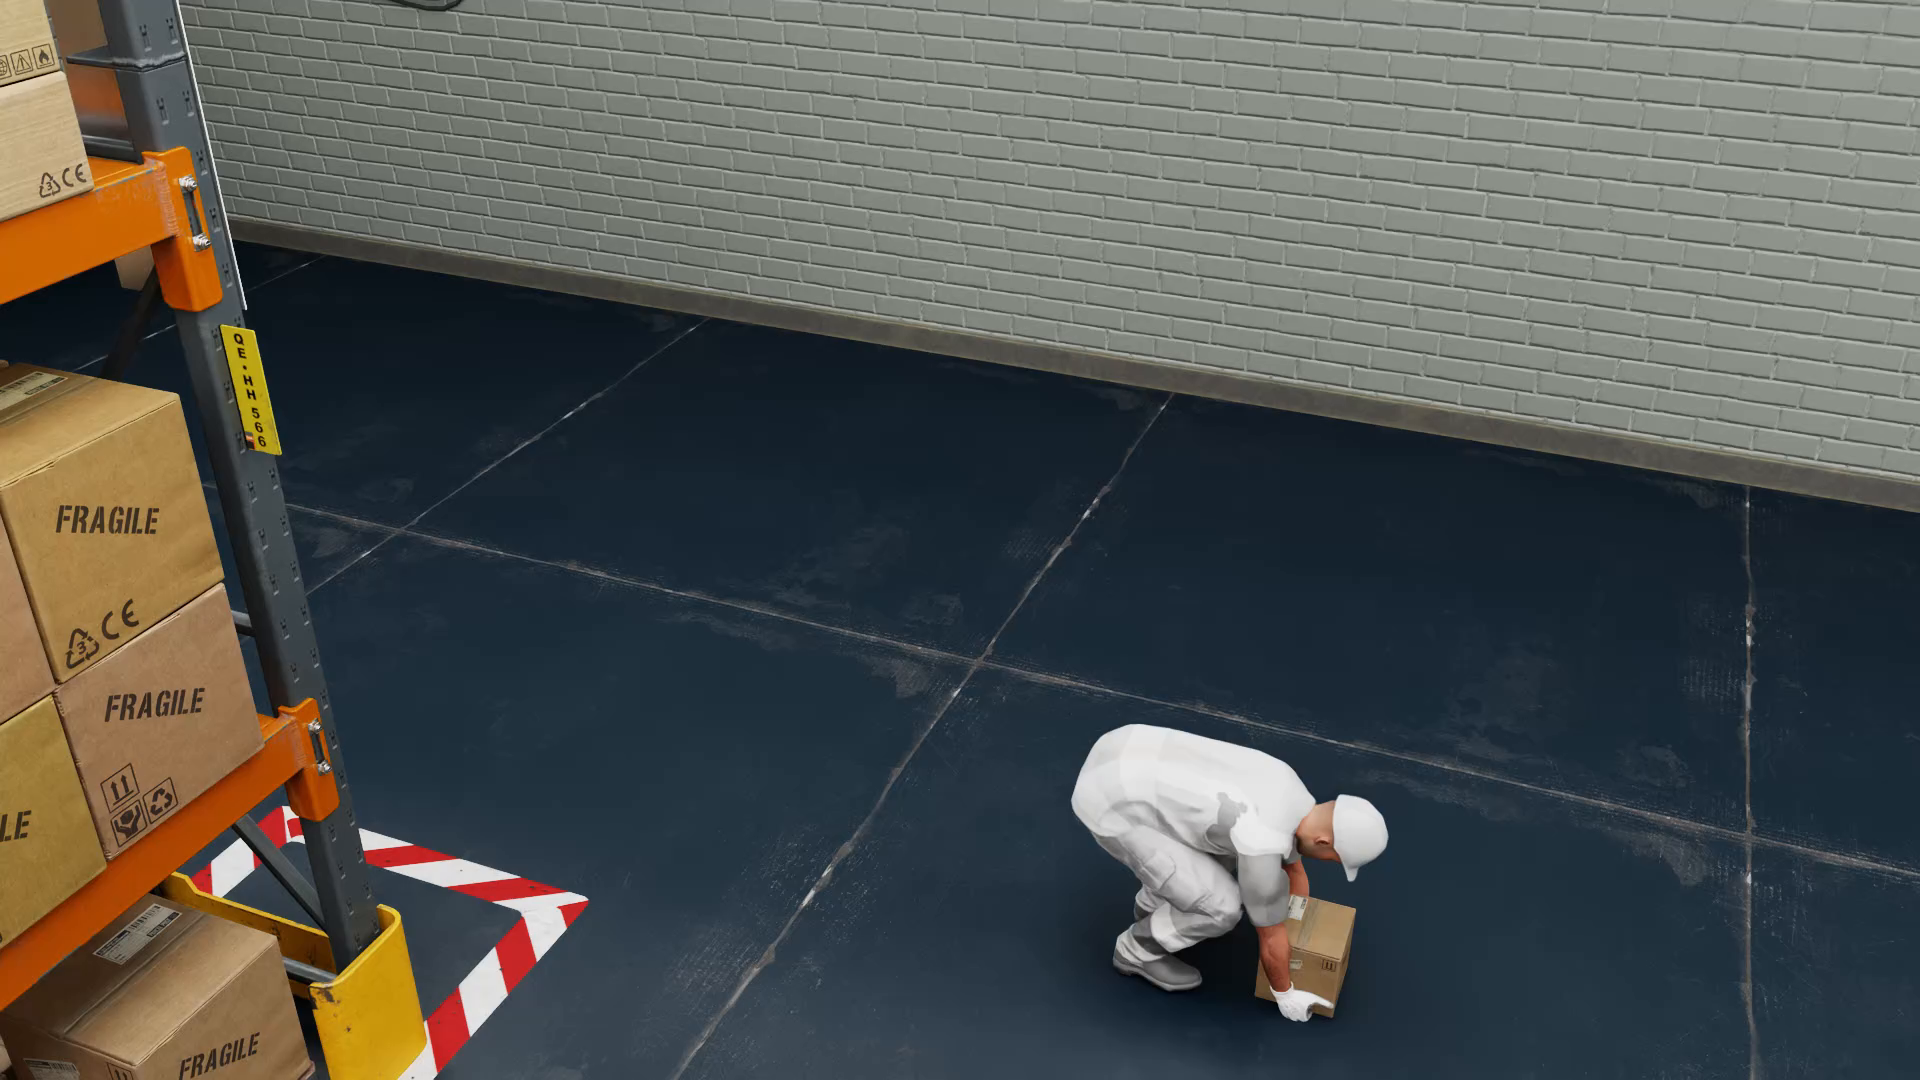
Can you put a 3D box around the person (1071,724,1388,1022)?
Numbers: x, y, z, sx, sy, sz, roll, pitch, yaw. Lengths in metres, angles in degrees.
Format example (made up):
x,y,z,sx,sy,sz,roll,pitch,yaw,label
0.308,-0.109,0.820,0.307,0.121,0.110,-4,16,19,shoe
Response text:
x,y,z,sx,sy,sz,roll,pitch,yaw,label
0.834,1.030,5.273,0.966,0.856,0.531,10,31,18,person
